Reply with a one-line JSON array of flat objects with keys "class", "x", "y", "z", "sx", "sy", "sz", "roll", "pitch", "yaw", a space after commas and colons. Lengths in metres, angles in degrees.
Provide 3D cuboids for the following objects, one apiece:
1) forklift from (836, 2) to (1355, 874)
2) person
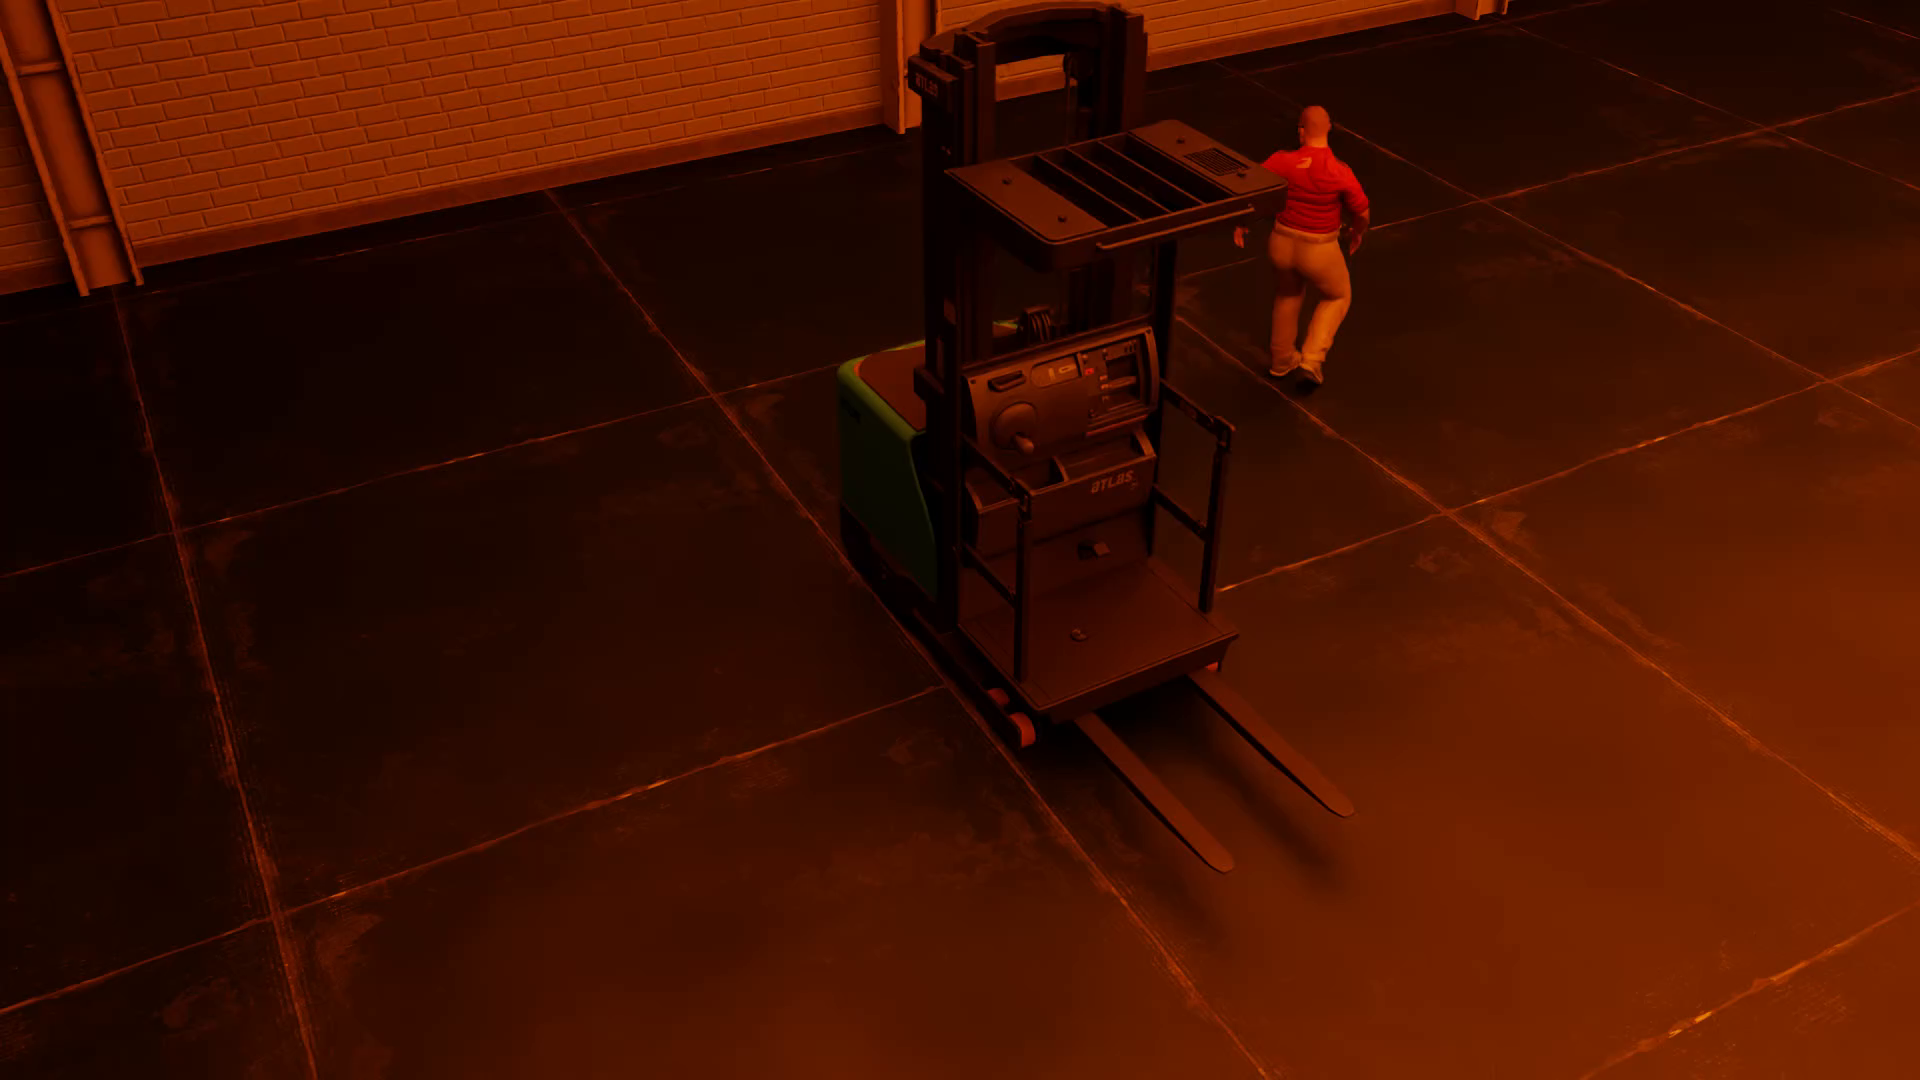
[{"class": "forklift", "x": 0.556, "y": -0.576, "z": 6.938, "sx": 1.130, "sy": 2.935, "sz": 3.031, "roll": -18, "pitch": 39, "yaw": -24}, {"class": "person", "x": 1.963, "y": -1.700, "z": 9.618, "sx": 0.779, "sy": 1.707, "sz": 0.492, "roll": 22, "pitch": 41, "yaw": 27}]
